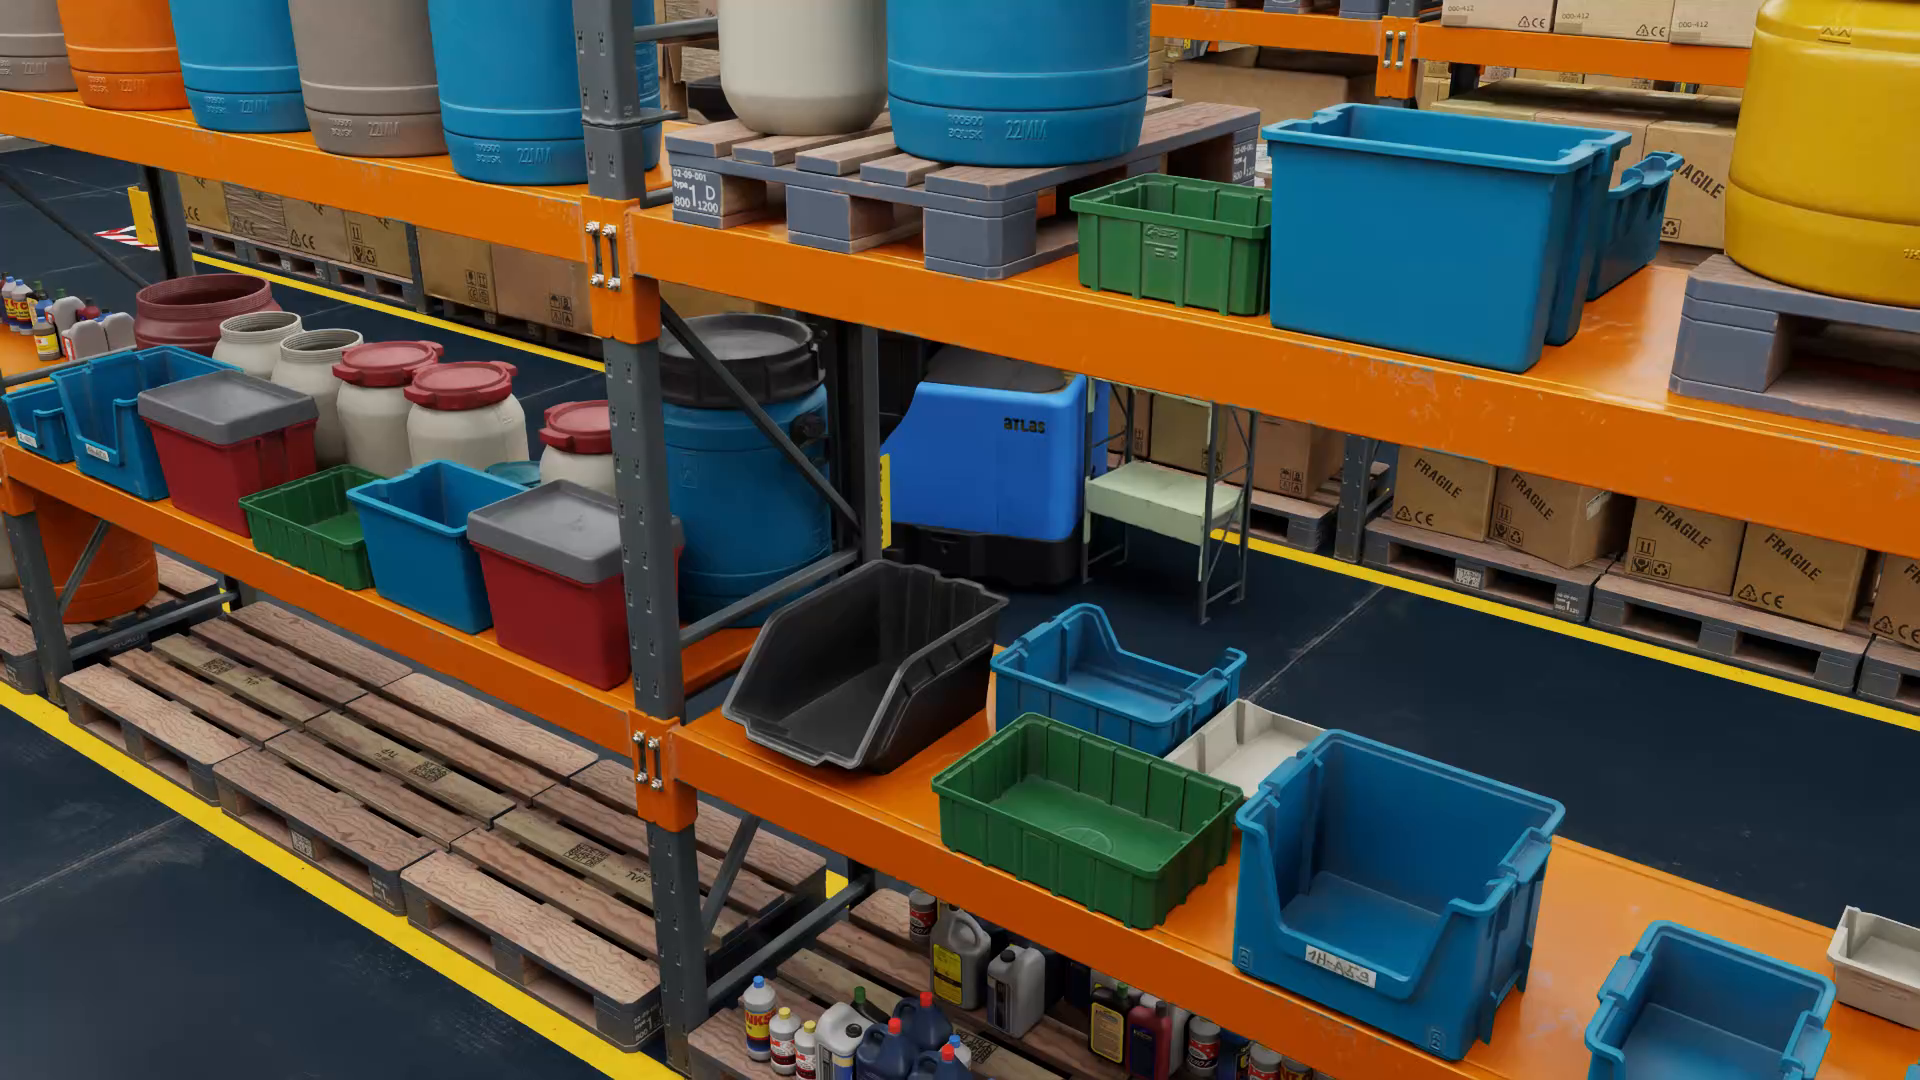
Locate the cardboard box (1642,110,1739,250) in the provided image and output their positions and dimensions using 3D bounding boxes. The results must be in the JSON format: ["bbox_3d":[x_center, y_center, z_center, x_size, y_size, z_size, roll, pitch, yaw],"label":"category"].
[{"bbox_3d":[3.378,-1.621,7.476,0.500,0.500,0.500,17,29,33],"label":"cardboard box"}]

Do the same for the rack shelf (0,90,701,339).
[{"bbox_3d":[-2.201,-1.343,5.750,4.000,0.370,1.077,17,29,33],"label":"rack shelf"}]

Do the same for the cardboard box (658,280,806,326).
[{"bbox_3d":[-1.371,-1.775,11.672,0.875,0.875,1.225,15,28,31],"label":"cardboard box"}]

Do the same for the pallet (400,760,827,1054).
[{"bbox_3d":[-1.252,1.283,6.077,1.213,0.211,1.003,17,29,33],"label":"pallet"}]

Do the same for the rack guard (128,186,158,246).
[{"bbox_3d":[-7.252,-3.178,15.842,0.348,0.500,1.175,17,29,33],"label":"rack guard"}]

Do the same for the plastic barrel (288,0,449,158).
[{"bbox_3d":[-1.661,-1.629,4.885,0.600,0.901,0.600,0,24,0],"label":"plastic barrel"}]

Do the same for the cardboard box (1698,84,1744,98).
[{"bbox_3d":[5.700,-3.452,11.839,0.550,0.550,0.875,17,29,33],"label":"cardboard box"}]

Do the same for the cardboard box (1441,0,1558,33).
[{"bbox_3d":[2.576,-2.526,7.730,0.500,0.250,0.500,16,28,31],"label":"cardboard box"}]

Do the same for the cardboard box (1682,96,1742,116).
[{"bbox_3d":[3.695,-1.792,7.863,0.500,0.500,0.500,17,29,33],"label":"cardboard box"}]

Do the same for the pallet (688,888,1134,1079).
[{"bbox_3d":[-0.088,1.636,5.275,1.213,0.211,1.003,17,29,33],"label":"pallet"}]

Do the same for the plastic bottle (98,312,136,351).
[{"bbox_3d":[-3.954,-0.935,7.806,0.135,0.276,0.152,17,29,33],"label":"plastic bottle"}]

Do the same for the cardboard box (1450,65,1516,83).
[{"bbox_3d":[4.208,-3.857,12.920,0.500,0.500,0.700,17,29,34],"label":"cardboard box"}]

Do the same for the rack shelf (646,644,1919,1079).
[{"bbox_3d":[1.000,0.997,4.159,4.000,0.370,1.077,17,29,33],"label":"rack shelf"}]

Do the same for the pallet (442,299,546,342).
[{"bbox_3d":[-3.369,-1.910,13.323,1.213,0.211,1.003,17,29,33],"label":"pallet"}]

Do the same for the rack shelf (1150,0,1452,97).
[{"bbox_3d":[0.769,-2.941,9.376,4.000,0.370,1.077,17,29,33],"label":"rack shelf"}]

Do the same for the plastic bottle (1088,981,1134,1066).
[{"bbox_3d":[0.459,1.452,5.057,0.133,0.283,0.061,17,29,33],"label":"plastic bottle"}]

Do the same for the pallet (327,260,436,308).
[{"bbox_3d":[-4.593,-2.281,14.166,1.213,0.211,1.003,17,29,33],"label":"pallet"}]

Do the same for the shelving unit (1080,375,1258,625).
[{"bbox_3d":[1.045,-0.420,8.343,0.755,1.500,0.431,19,30,37],"label":"shelving unit"}]

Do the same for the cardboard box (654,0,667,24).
[{"bbox_3d":[-3.155,-5.632,17.819,0.500,0.500,0.500,17,29,34],"label":"cardboard box"}]

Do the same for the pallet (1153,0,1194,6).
[{"bbox_3d":[1.108,-3.134,9.155,1.003,0.211,1.213,17,29,33],"label":"pallet"}]

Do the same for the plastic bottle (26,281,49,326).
[{"bbox_3d":[-4.589,-1.153,8.292,0.133,0.283,0.061,17,29,33],"label":"plastic bottle"}]

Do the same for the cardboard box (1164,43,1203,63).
[{"bbox_3d":[1.958,-4.352,14.829,0.250,0.149,0.380,18,30,36],"label":"cardboard box"}]

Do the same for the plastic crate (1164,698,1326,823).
[{"bbox_3d":[0.851,0.616,4.459,0.437,0.136,0.530,17,29,33],"label":"plastic crate"}]

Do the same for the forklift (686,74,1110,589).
[{"bbox_3d":[-0.745,-1.422,8.843,3.031,2.935,1.130,7,25,16],"label":"forklift"}]

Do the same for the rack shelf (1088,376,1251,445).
[{"bbox_3d":[1.045,-0.777,8.186,0.720,0.370,0.431,19,30,37],"label":"rack shelf"}]

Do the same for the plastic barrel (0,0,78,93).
[{"bbox_3d":[-3.275,-2.117,5.991,0.600,0.901,0.600,0,24,0],"label":"plastic barrel"}]

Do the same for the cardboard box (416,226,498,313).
[{"bbox_3d":[-3.508,-2.420,13.136,0.875,0.875,1.225,17,29,33],"label":"cardboard box"}]

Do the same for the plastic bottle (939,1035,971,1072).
[{"bbox_3d":[-0.015,1.557,4.835,0.097,0.271,0.097,0,24,0],"label":"plastic bottle"}]

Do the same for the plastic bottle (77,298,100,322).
[{"bbox_3d":[-4.190,-1.033,8.019,0.133,0.283,0.061,17,29,33],"label":"plastic bottle"}]

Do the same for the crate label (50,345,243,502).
[{"bbox_3d":[-3.169,-0.472,6.557,0.616,0.435,0.502,17,29,33],"label":"crate label"}]

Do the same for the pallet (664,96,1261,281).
[{"bbox_3d":[0.035,-0.959,4.221,1.003,0.211,1.213,17,29,33],"label":"pallet"}]

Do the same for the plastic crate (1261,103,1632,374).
[{"bbox_3d":[0.894,-0.578,3.141,0.575,0.384,0.392,17,29,33],"label":"plastic crate"}]

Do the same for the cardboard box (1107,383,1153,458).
[{"bbox_3d":[1.073,-0.883,10.089,0.500,0.500,0.700,14,27,29],"label":"cardboard box"}]

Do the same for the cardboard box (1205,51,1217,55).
[{"bbox_3d":[3.183,-5.426,19.958,0.875,0.875,0.875,18,29,35],"label":"cardboard box"}]

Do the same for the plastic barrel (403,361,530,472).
[{"bbox_3d":[-1.822,-0.358,6.173,0.433,0.535,0.433,0,24,0],"label":"plastic barrel"}]

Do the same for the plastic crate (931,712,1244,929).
[{"bbox_3d":[0.316,0.701,4.203,0.662,0.188,0.450,17,29,33],"label":"plastic crate"}]

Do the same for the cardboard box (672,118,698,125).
[{"bbox_3d":[-1.770,-2.589,11.281,0.500,0.500,0.500,17,29,33],"label":"cardboard box"}]

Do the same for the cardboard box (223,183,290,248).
[{"bbox_3d":[-5.944,-3.186,14.876,0.875,0.875,0.875,17,29,33],"label":"cardboard box"}]

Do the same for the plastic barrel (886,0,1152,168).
[{"bbox_3d":[0.131,-1.335,3.697,0.708,0.901,0.600,17,29,33],"label":"plastic barrel"}]

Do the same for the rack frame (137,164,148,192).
[{"bbox_3d":[-7.233,-4.316,15.325,0.127,3.000,1.000,17,29,33],"label":"rack frame"}]

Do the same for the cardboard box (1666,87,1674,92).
[{"bbox_3d":[5.166,-3.249,12.781,0.500,0.500,0.500,17,29,34],"label":"cardboard box"}]

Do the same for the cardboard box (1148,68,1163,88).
[{"bbox_3d":[1.554,-4.005,14.411,0.250,0.149,0.380,17,29,34],"label":"cardboard box"}]

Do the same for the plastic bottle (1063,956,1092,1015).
[{"bbox_3d":[0.396,1.361,5.264,0.133,0.283,0.061,19,30,37],"label":"plastic bottle"}]

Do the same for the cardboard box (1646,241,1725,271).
[{"bbox_3d":[3.532,-1.246,7.865,0.500,0.500,0.875,17,29,33],"label":"cardboard box"}]

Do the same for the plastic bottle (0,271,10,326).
[{"bbox_3d":[-4.851,-1.233,8.472,0.133,0.283,0.061,17,29,33],"label":"plastic bottle"}]

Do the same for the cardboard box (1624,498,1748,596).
[{"bbox_3d":[3.673,-0.092,8.317,0.500,0.500,0.500,14,27,29],"label":"cardboard box"}]

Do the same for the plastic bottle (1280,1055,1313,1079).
[{"bbox_3d":[0.982,1.553,4.844,0.097,0.271,0.097,0,24,0],"label":"plastic bottle"}]

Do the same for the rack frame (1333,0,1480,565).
[{"bbox_3d":[2.370,-1.414,8.739,0.127,3.000,1.000,17,29,33],"label":"rack frame"}]

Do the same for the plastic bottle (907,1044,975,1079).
[{"bbox_3d":[-0.053,1.570,4.707,0.185,0.351,0.144,15,28,31],"label":"plastic bottle"}]

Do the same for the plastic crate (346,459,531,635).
[{"bbox_3d":[-1.670,0.025,5.493,0.575,0.384,0.392,17,29,33],"label":"plastic crate"}]

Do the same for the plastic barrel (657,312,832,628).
[{"bbox_3d":[-0.728,-0.236,5.445,0.708,0.901,0.600,17,29,33],"label":"plastic barrel"}]

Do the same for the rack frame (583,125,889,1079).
[{"bbox_3d":[-0.601,0.184,5.112,0.127,3.000,1.000,17,29,33],"label":"rack frame"}]

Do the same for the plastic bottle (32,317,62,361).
[{"bbox_3d":[-4.384,-0.968,7.974,0.097,0.201,0.097,0,24,0],"label":"plastic bottle"}]

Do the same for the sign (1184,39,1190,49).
[{"bbox_3d":[1.907,-4.273,13.890,0.005,0.325,0.100,17,29,33],"label":"sign"}]

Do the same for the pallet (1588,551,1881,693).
[{"bbox_3d":[3.909,0.308,8.289,1.213,0.211,1.003,17,29,33],"label":"pallet"}]

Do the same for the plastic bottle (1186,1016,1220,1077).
[{"bbox_3d":[0.738,1.511,5.025,0.097,0.201,0.097,0,24,0],"label":"plastic bottle"}]

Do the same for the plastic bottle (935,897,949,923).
[{"bbox_3d":[-0.018,1.236,5.548,0.133,0.283,0.061,19,30,36],"label":"plastic bottle"}]

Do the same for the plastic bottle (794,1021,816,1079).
[{"bbox_3d":[-0.446,1.531,4.980,0.097,0.201,0.097,0,24,0],"label":"plastic bottle"}]

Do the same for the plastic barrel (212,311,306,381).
[{"bbox_3d":[-2.850,-0.654,6.876,0.421,0.512,0.421,0,24,0],"label":"plastic barrel"}]
